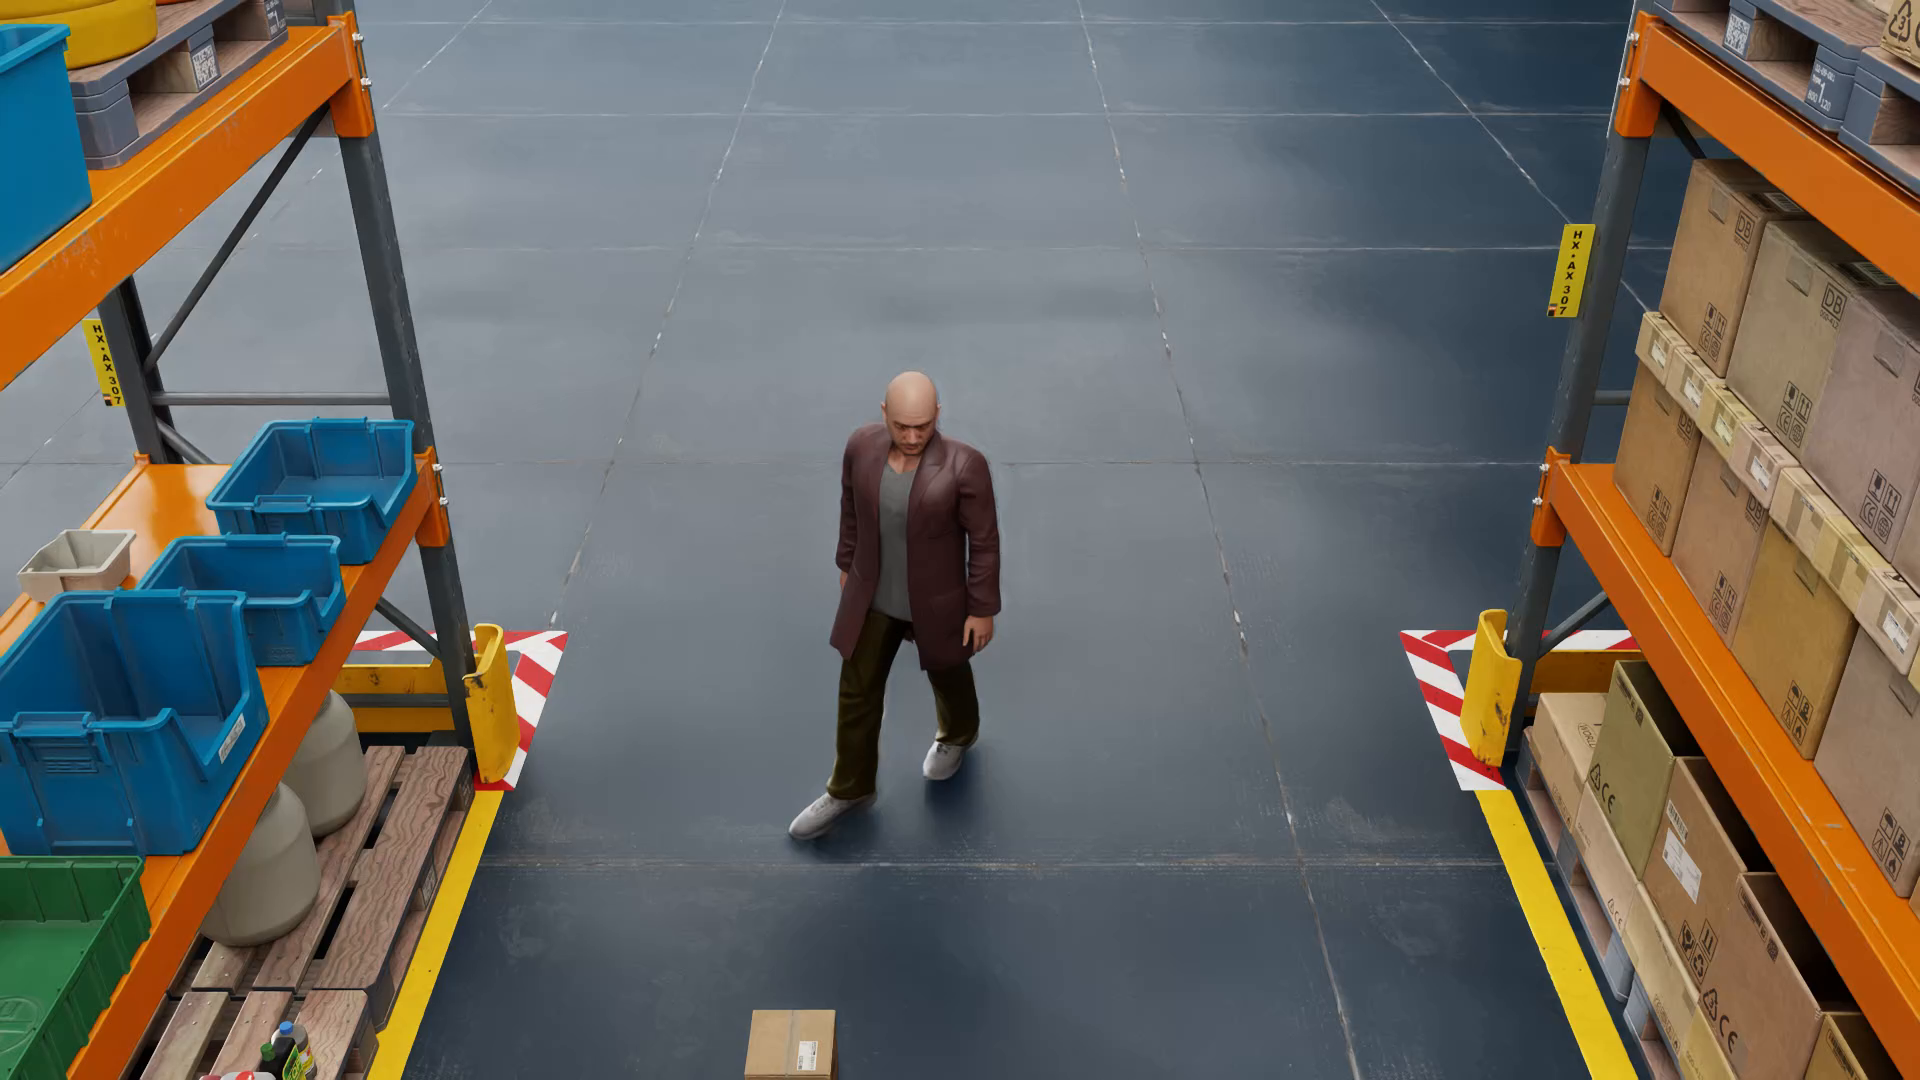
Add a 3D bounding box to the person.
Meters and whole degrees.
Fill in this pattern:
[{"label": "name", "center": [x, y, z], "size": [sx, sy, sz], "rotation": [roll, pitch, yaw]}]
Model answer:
[{"label": "person", "center": [-0.175, 0.247, 5.846], "size": [0.669, 1.658, 0.819], "rotation": [12, 33, 19]}]
